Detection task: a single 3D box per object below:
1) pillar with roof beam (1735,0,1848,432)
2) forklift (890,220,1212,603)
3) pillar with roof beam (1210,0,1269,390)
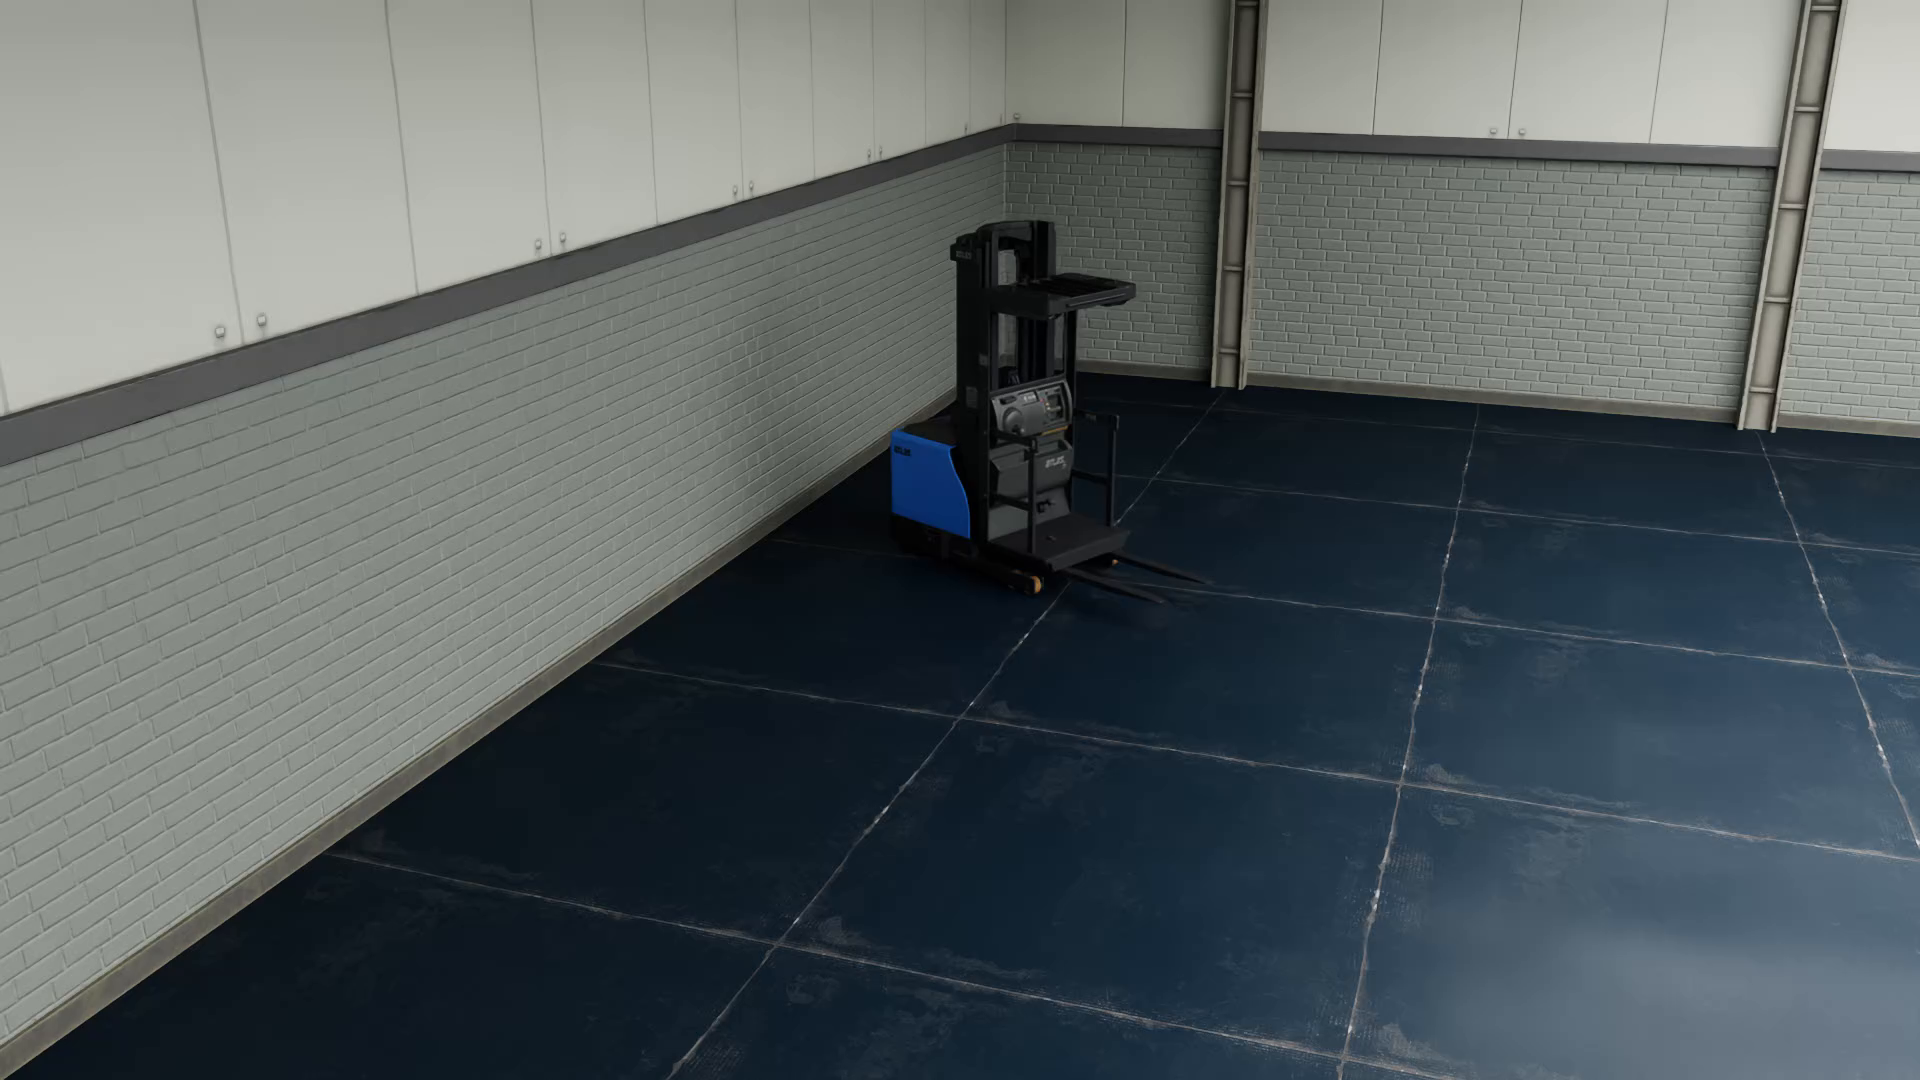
[{"bbox_3d":[7.599,-4.185,13.524,0.400,9.000,9.100,7,20,18],"label":"pillar with roof beam"},{"bbox_3d":[0.759,-1.114,13.935,1.130,2.935,3.031,-18,26,-41],"label":"forklift"},{"bbox_3d":[1.931,-4.833,15.384,0.400,9.000,9.100,7,20,18],"label":"pillar with roof beam"}]
